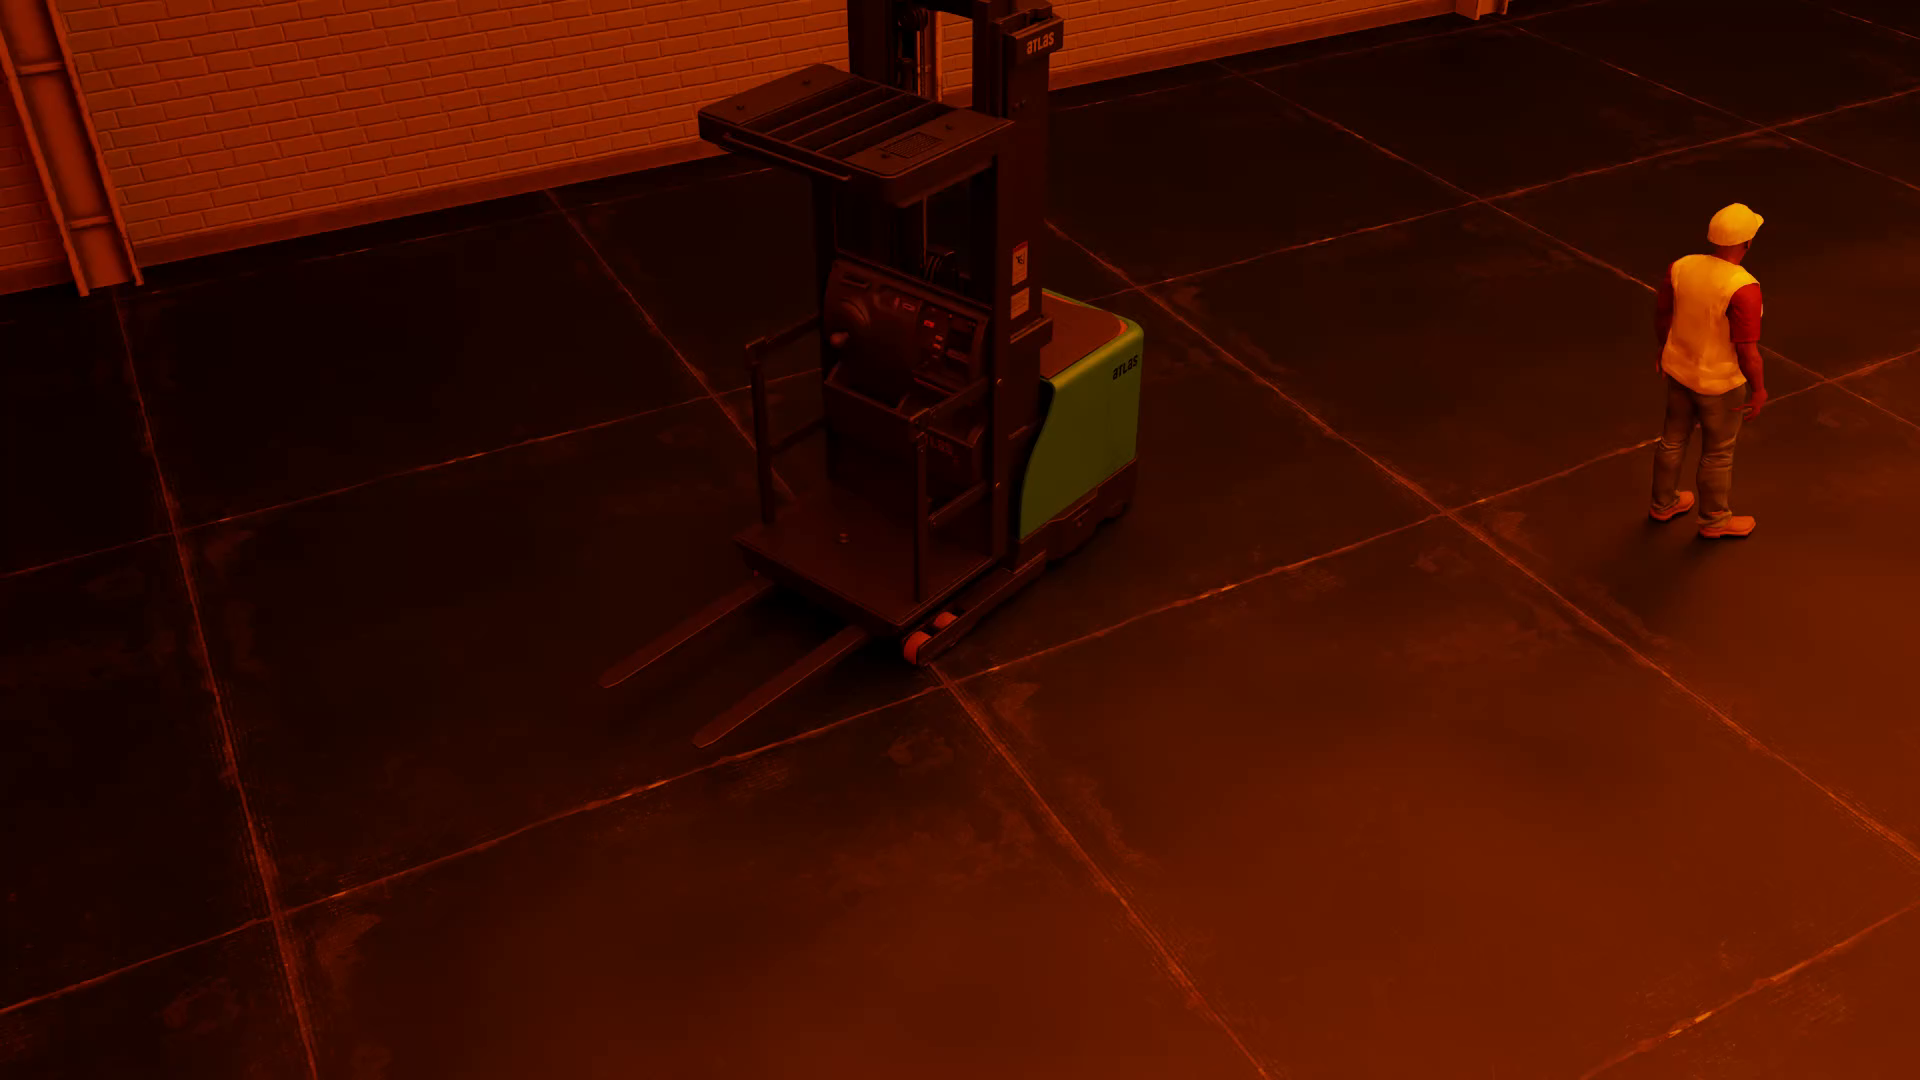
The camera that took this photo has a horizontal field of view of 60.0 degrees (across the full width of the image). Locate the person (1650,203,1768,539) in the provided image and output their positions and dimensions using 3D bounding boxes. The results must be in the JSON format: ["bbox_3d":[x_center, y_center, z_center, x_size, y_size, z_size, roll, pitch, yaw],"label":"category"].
[{"bbox_3d":[3.792,-0.858,8.334,0.577,1.766,0.666,-15,38,-20],"label":"person"}]

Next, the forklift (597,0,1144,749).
[{"bbox_3d":[-0.390,-0.927,7.434,1.130,2.935,3.031,26,43,31],"label":"forklift"}]
